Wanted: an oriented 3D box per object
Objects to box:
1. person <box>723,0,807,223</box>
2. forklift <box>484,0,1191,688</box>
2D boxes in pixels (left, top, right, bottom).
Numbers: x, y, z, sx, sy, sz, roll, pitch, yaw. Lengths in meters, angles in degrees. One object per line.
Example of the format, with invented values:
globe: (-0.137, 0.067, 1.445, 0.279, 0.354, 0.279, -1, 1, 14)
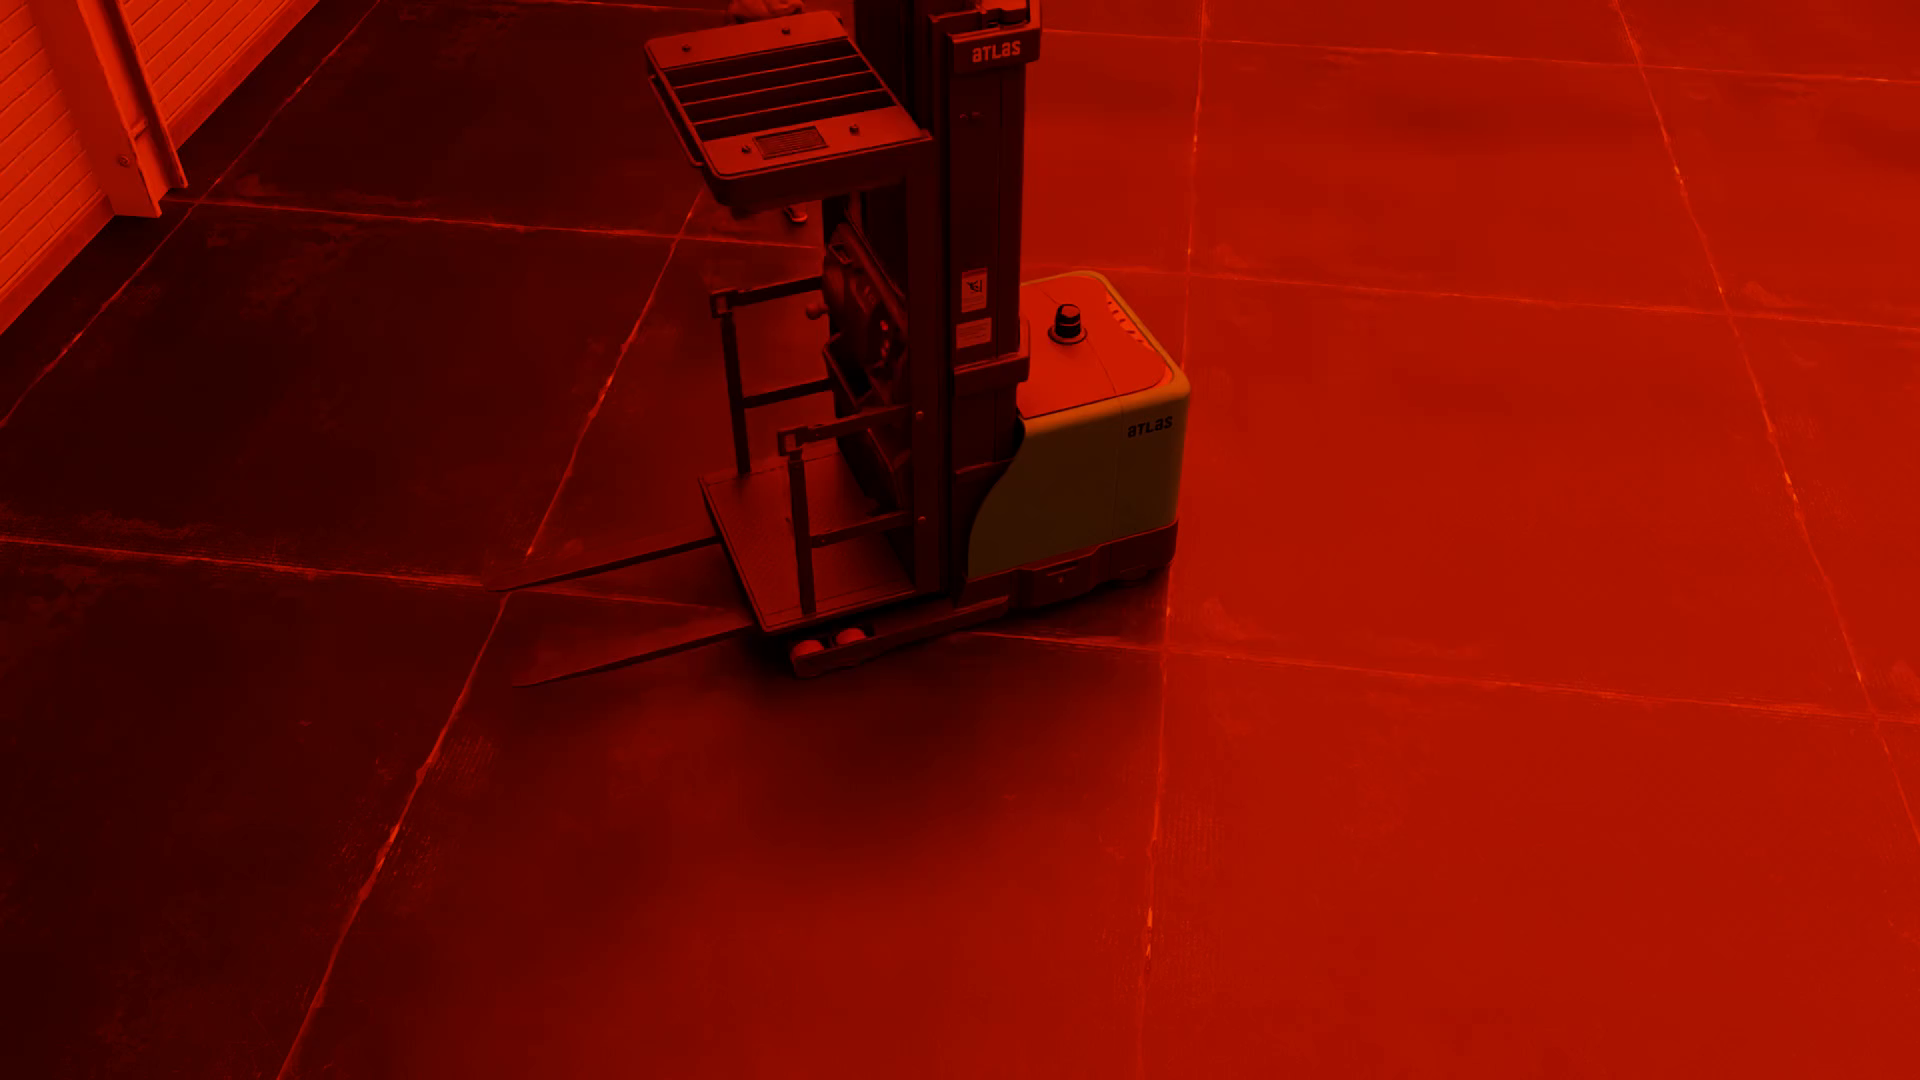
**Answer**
person: (-1.122, -2.615, 9.577, 0.563, 1.704, 0.529, -12, 44, -13)
forklift: (-0.574, -0.889, 6.692, 3.031, 2.935, 1.130, -15, 45, -16)
